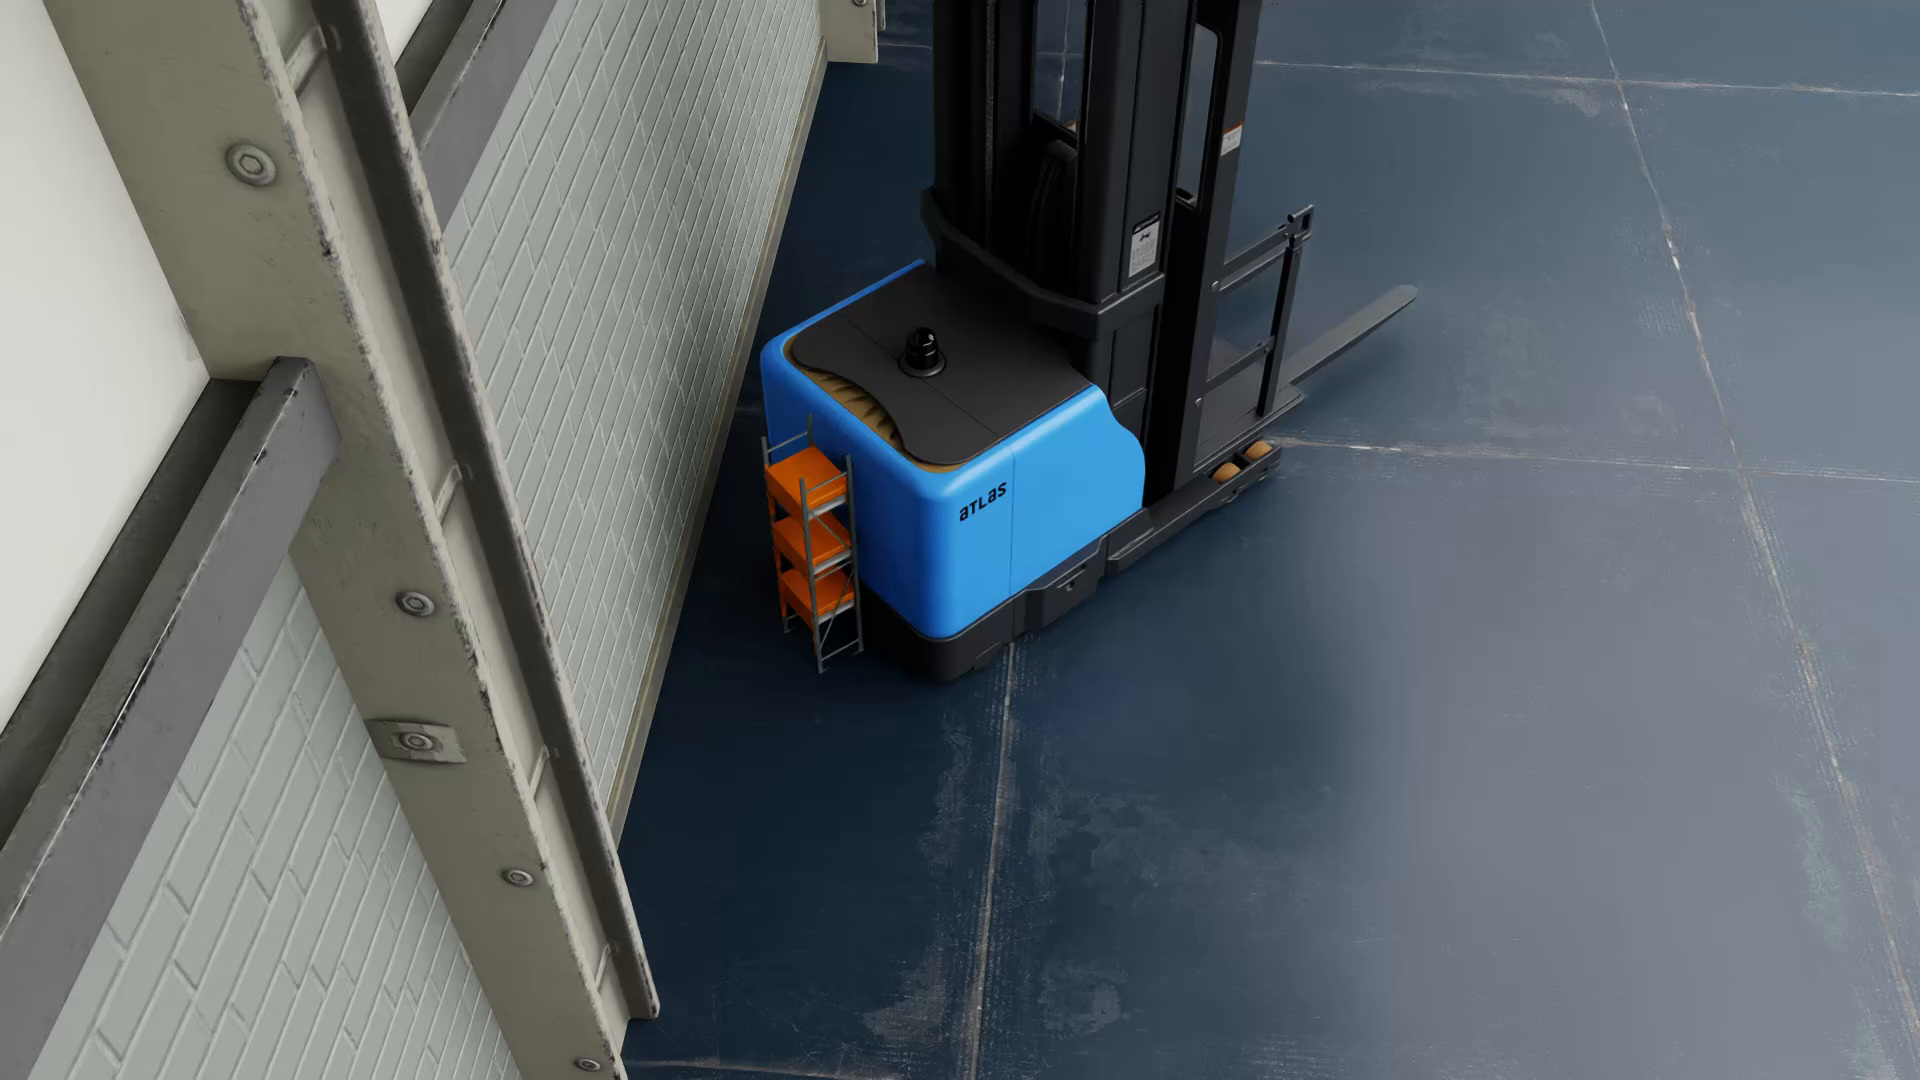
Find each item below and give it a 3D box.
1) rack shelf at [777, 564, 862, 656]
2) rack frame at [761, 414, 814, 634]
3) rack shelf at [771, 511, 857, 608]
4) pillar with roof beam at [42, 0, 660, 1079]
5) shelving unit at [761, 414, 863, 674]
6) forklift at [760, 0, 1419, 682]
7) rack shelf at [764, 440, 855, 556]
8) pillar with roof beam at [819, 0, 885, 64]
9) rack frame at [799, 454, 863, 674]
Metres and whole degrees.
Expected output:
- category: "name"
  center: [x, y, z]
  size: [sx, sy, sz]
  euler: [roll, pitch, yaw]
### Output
- category: "rack shelf"
  center: [-0.524, 0.231, 6.218]
  size: [0.215, 0.259, 0.240]
  euler: [-28, 54, -23]
- category: "rack frame"
  center: [-0.596, -0.036, 6.070]
  size: [0.200, 1.050, 0.008]
  euler: [-28, 54, -23]
- category: "rack shelf"
  center: [-0.524, 0.044, 6.012]
  size: [0.215, 0.259, 0.240]
  euler: [-28, 54, -23]
- category: "pillar with roof beam"
  center: [3.146, -1.116, 1.672]
  size: [9.100, 9.000, 0.400]
  euler: [4, 48, 4]
- category: "shelving unit"
  center: [-0.524, 0.037, 6.004]
  size: [0.215, 1.050, 0.252]
  euler: [-28, 54, -23]
- category: "forklift"
  center: [0.707, -1.408, 6.051]
  size: [3.031, 2.935, 1.130]
  euler: [-33, 55, -26]
- category: "rack shelf"
  center: [-0.523, -0.147, 5.802]
  size: [0.215, 0.259, 0.240]
  euler: [-28, 54, -23]
- category: "pillar with roof beam"
  center: [3.693, -5.525, 5.705]
  size: [9.100, 9.000, 0.400]
  euler: [4, 48, 4]
- category: "rack frame"
  center: [-0.452, 0.110, 5.938]
  size: [0.200, 1.050, 0.008]
  euler: [-28, 54, -23]
